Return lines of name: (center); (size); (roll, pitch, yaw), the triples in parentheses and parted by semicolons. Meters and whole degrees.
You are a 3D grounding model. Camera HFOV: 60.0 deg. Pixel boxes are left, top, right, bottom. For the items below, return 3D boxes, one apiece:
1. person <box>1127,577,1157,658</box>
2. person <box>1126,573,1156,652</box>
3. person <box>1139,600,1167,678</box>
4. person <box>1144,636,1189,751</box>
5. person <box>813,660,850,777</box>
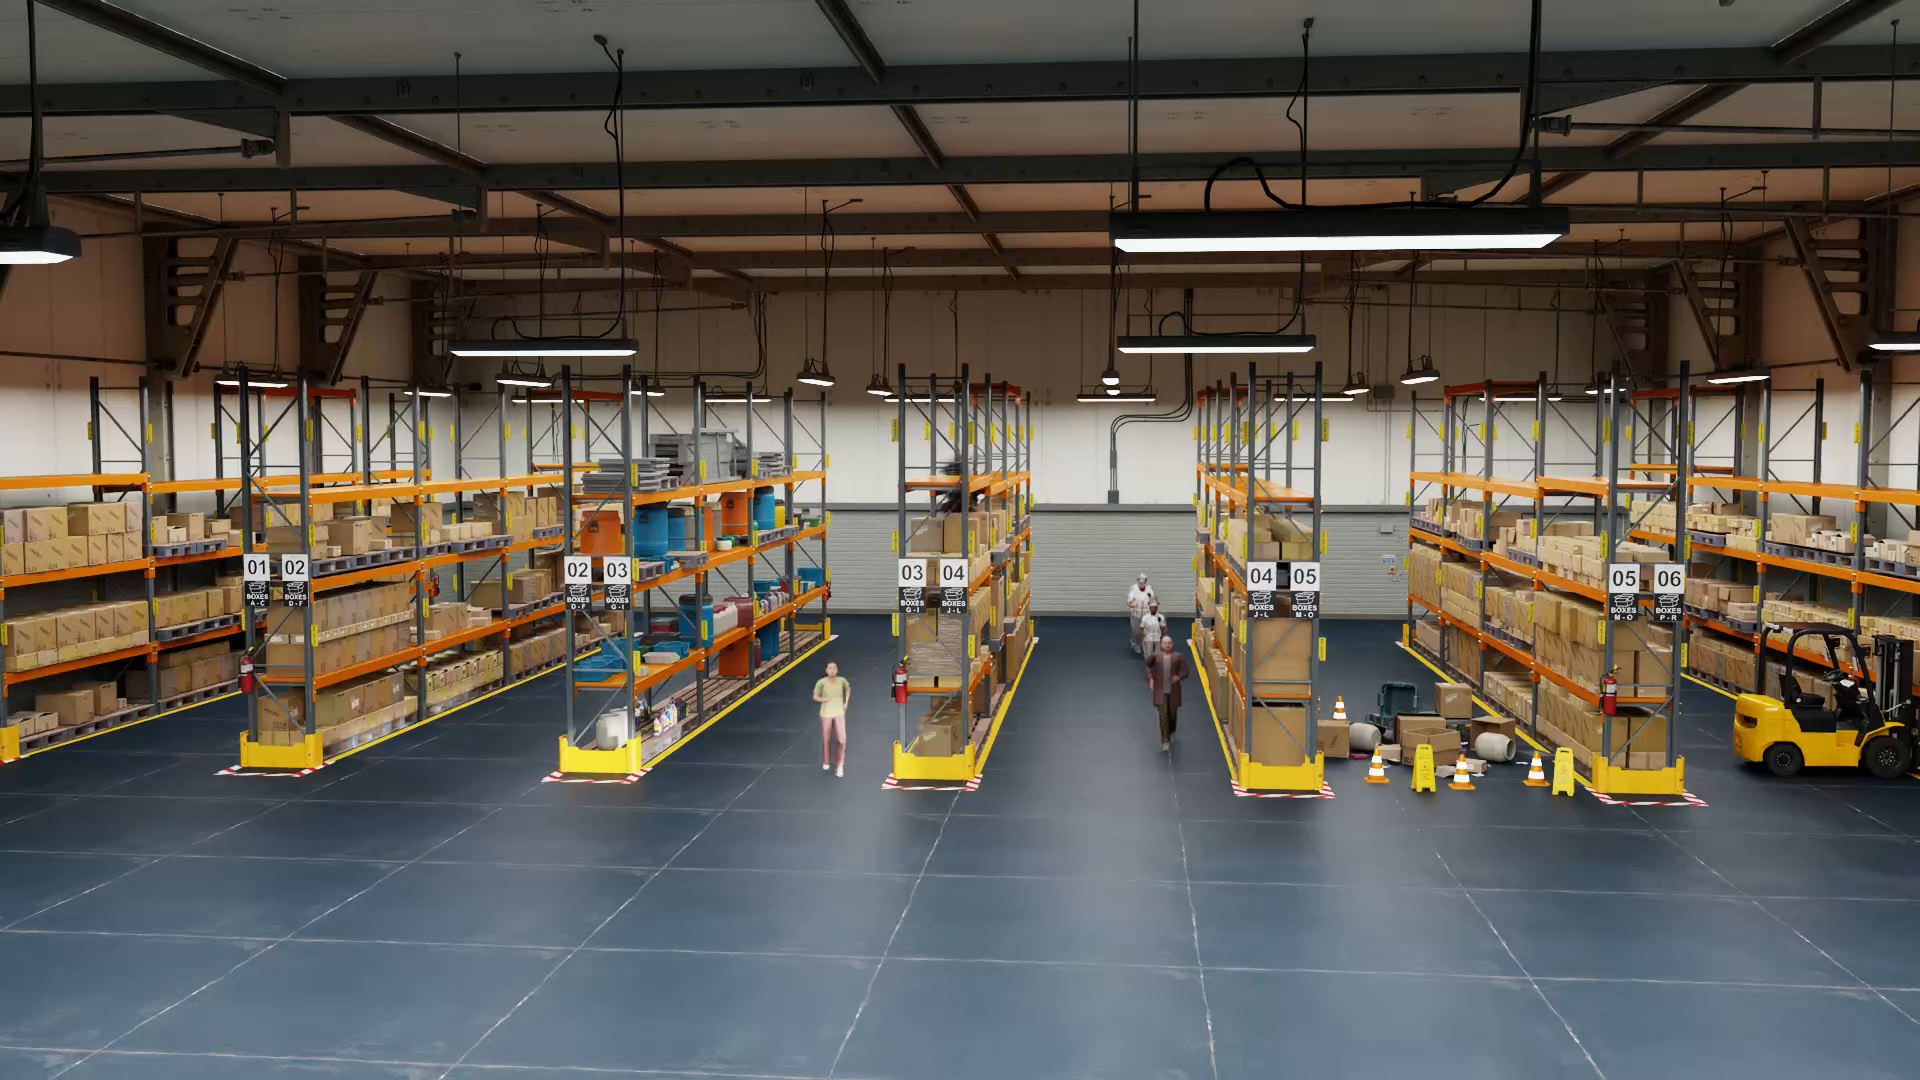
person: (4.063, 1.701, 37.176); (0.670, 1.776, 1.007); (0, 4, 6)
person: (4.159, 1.677, 38.243); (0.677, 1.830, 0.736); (1, 4, 11)
person: (3.889, 2.030, 33.434); (0.572, 1.651, 0.557); (0, 4, 3)
person: (3.278, 2.450, 26.387); (0.713, 1.684, 0.937); (0, 4, 5)
person: (-1.868, 2.614, 24.350); (0.577, 1.723, 0.645); (-1, 4, -11)
